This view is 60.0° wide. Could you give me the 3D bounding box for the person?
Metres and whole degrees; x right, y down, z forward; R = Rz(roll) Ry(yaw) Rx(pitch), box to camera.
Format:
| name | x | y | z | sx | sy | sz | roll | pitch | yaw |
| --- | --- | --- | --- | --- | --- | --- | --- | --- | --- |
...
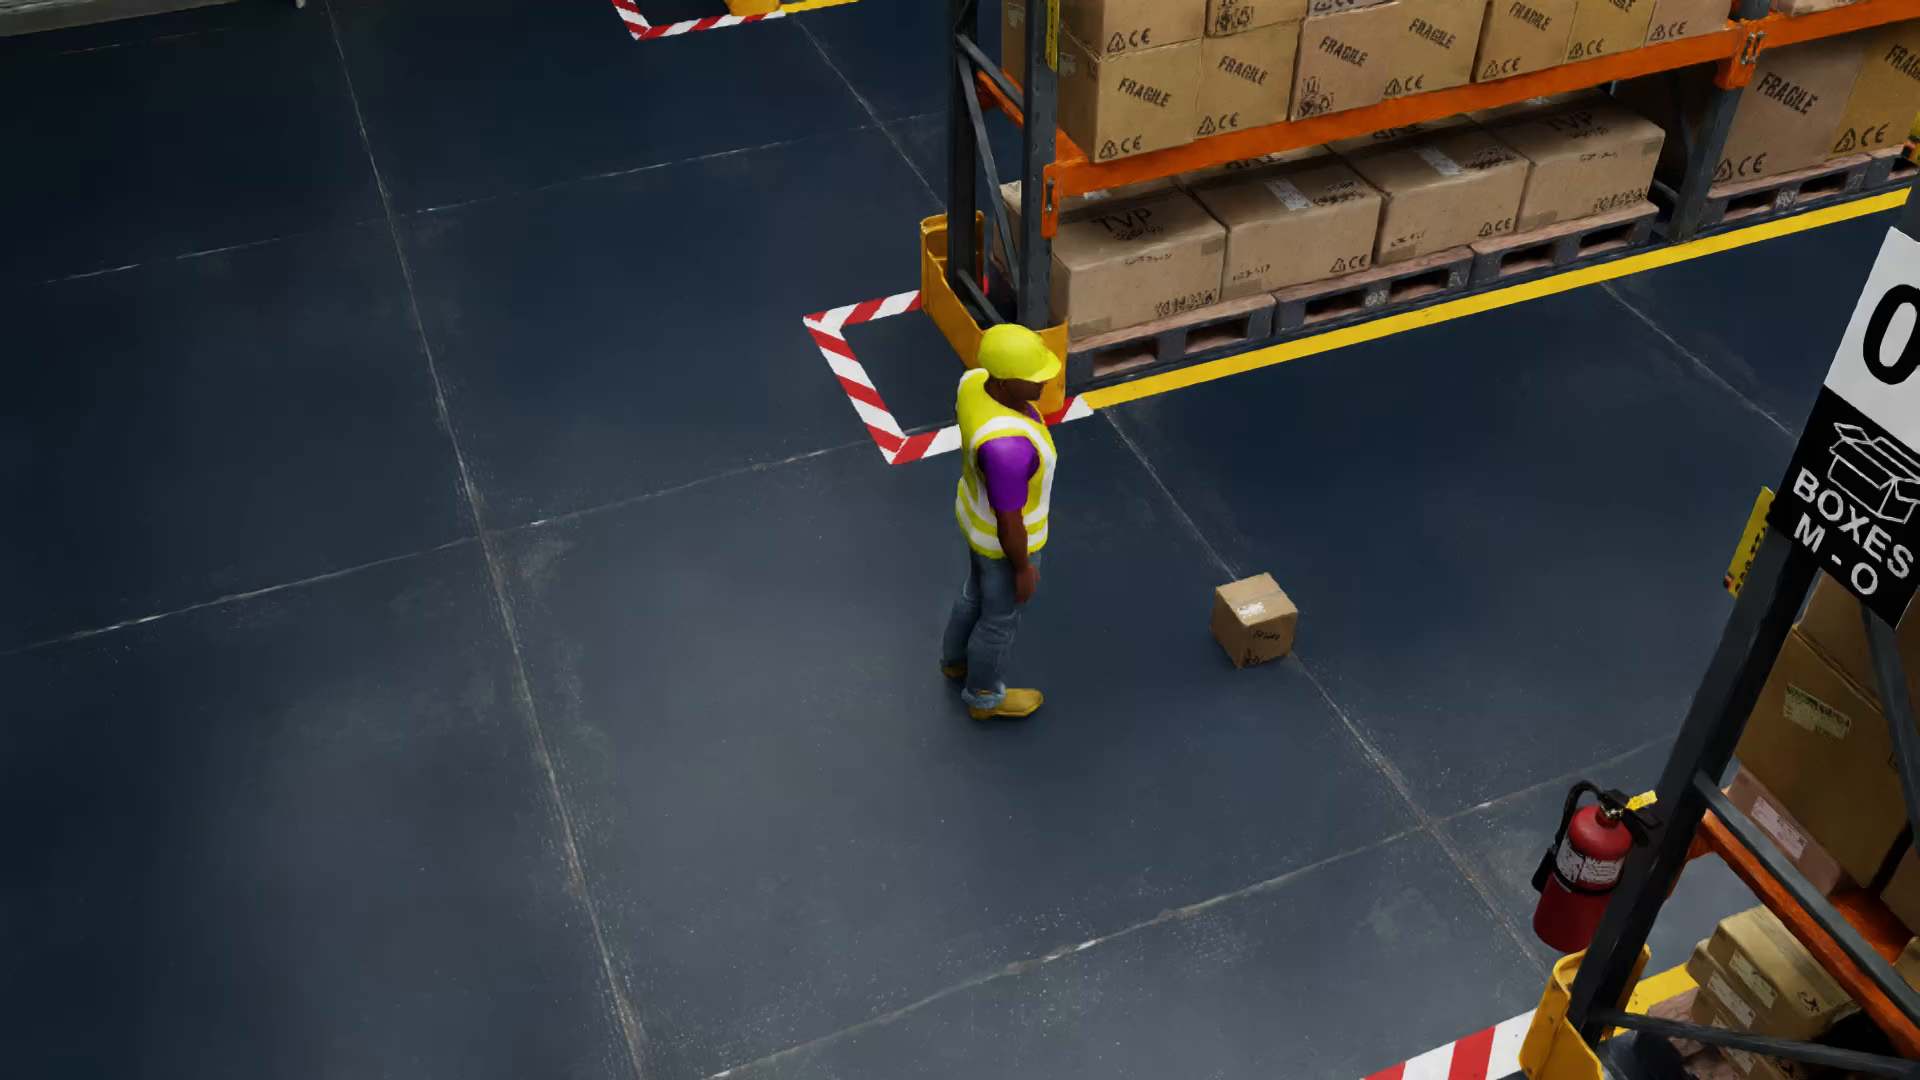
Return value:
| name | x | y | z | sx | sy | sz | roll | pitch | yaw |
| --- | --- | --- | --- | --- | --- | --- | --- | --- | --- |
| person | 0.140 | -0.056 | 6.182 | 0.392 | 1.762 | 0.609 | -10 | 42 | -11 |
